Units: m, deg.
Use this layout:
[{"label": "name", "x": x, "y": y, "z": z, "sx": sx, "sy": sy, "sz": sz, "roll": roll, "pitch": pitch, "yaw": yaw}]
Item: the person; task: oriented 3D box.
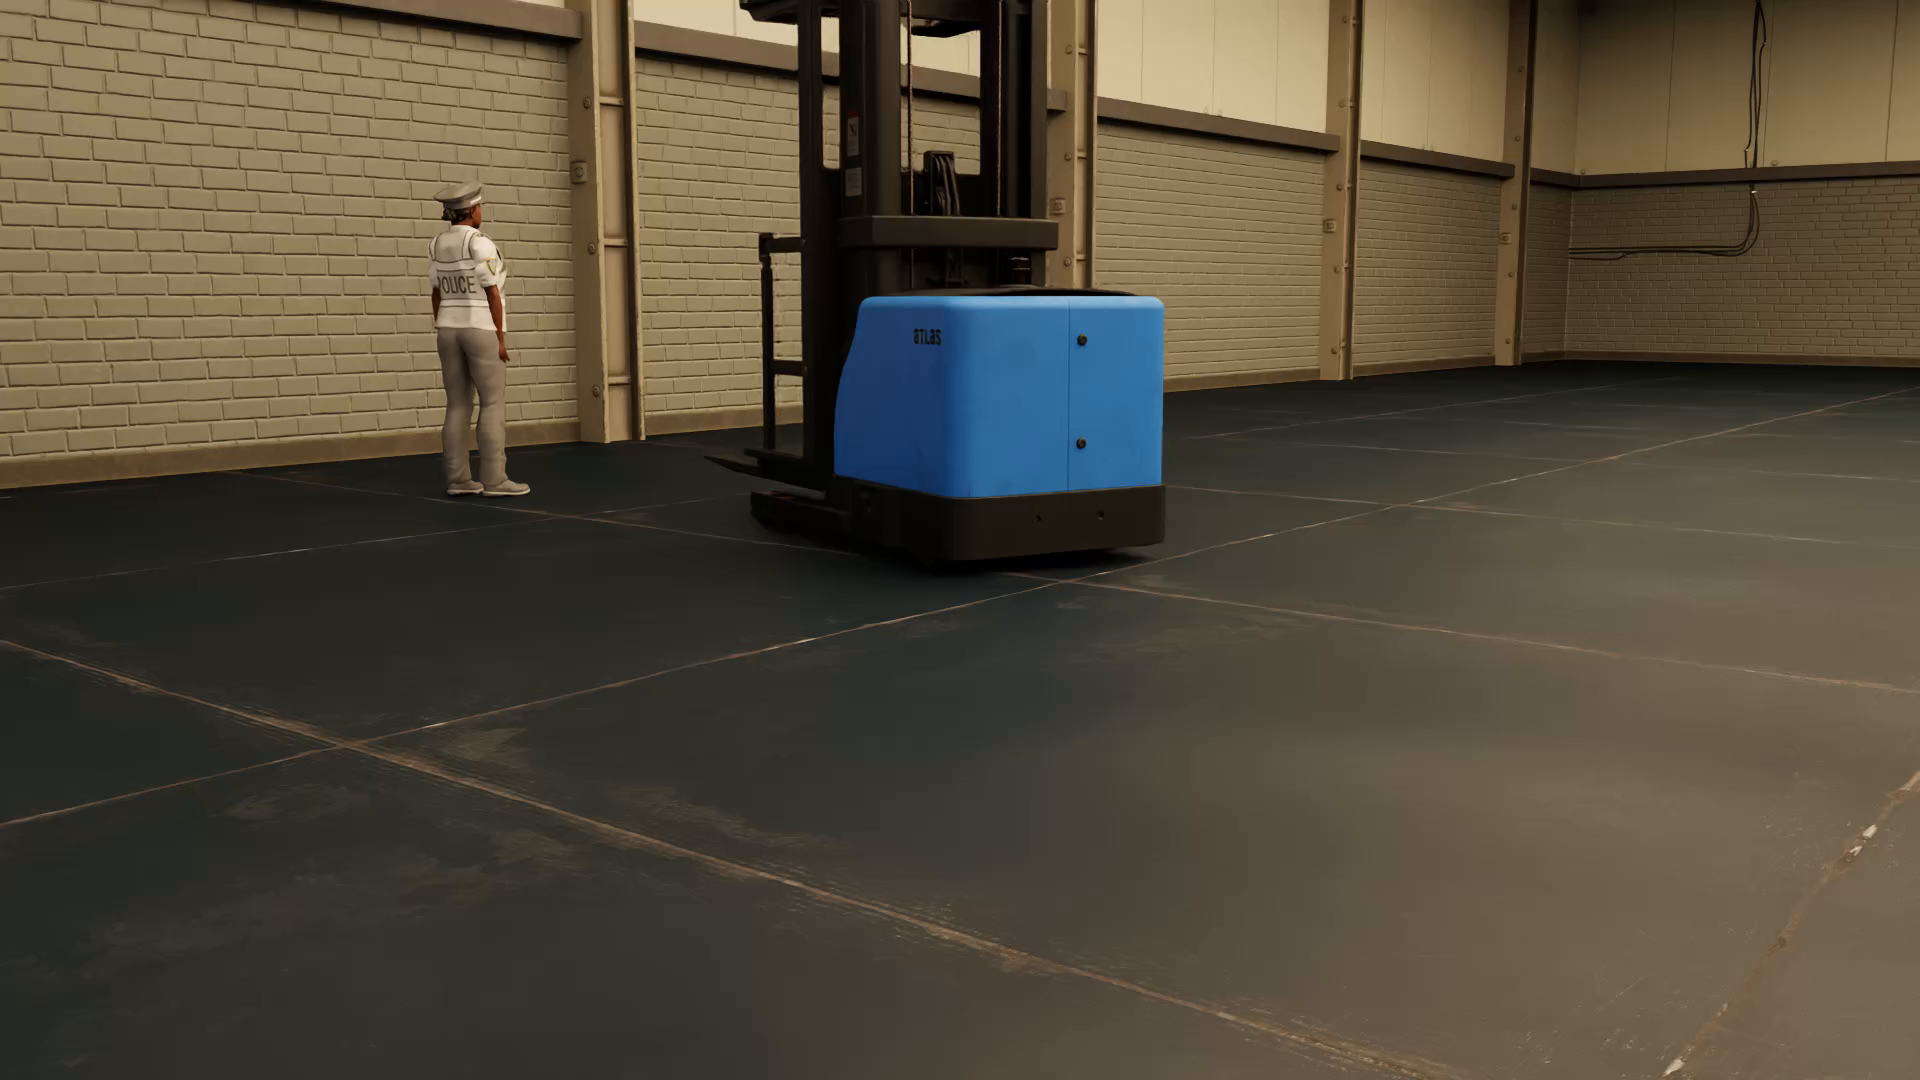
[{"label": "person", "x": -2.615, "y": -1.080, "z": 8.962, "sx": 0.448, "sy": 1.694, "sz": 0.351, "roll": 4, "pitch": 9, "yaw": 23}]

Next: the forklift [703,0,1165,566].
[{"label": "forklift", "x": -0.334, "y": -1.522, "z": 7.681, "sx": 1.130, "sy": 2.935, "sz": 3.031, "roll": -5, "pitch": 10, "yaw": -30}]
